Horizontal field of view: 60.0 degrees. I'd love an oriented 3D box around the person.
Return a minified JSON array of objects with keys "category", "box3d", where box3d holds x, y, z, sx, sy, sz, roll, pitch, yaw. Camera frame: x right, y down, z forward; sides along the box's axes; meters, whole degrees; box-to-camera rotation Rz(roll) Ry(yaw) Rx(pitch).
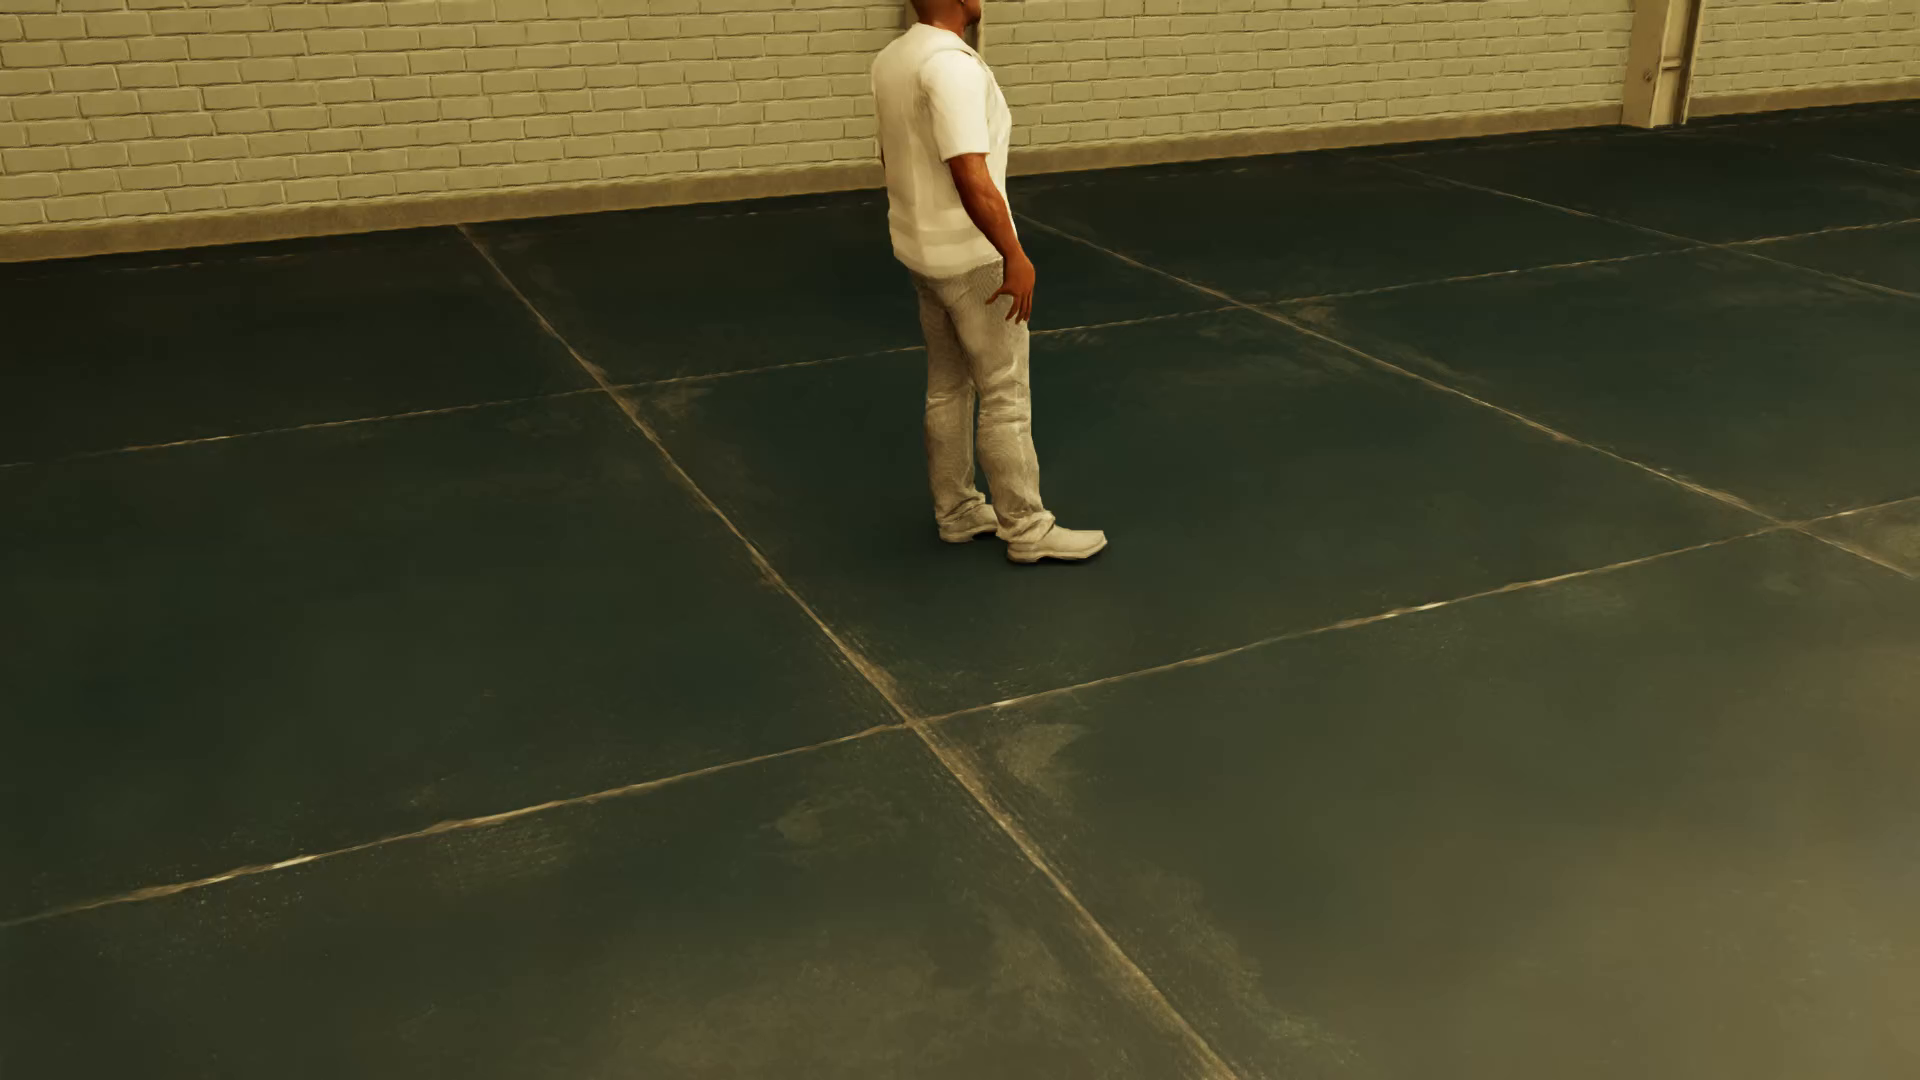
[{"category":"person","box3d":[0.065,-0.832,4.788,0.576,1.766,0.665,-10,25,-23]}]
